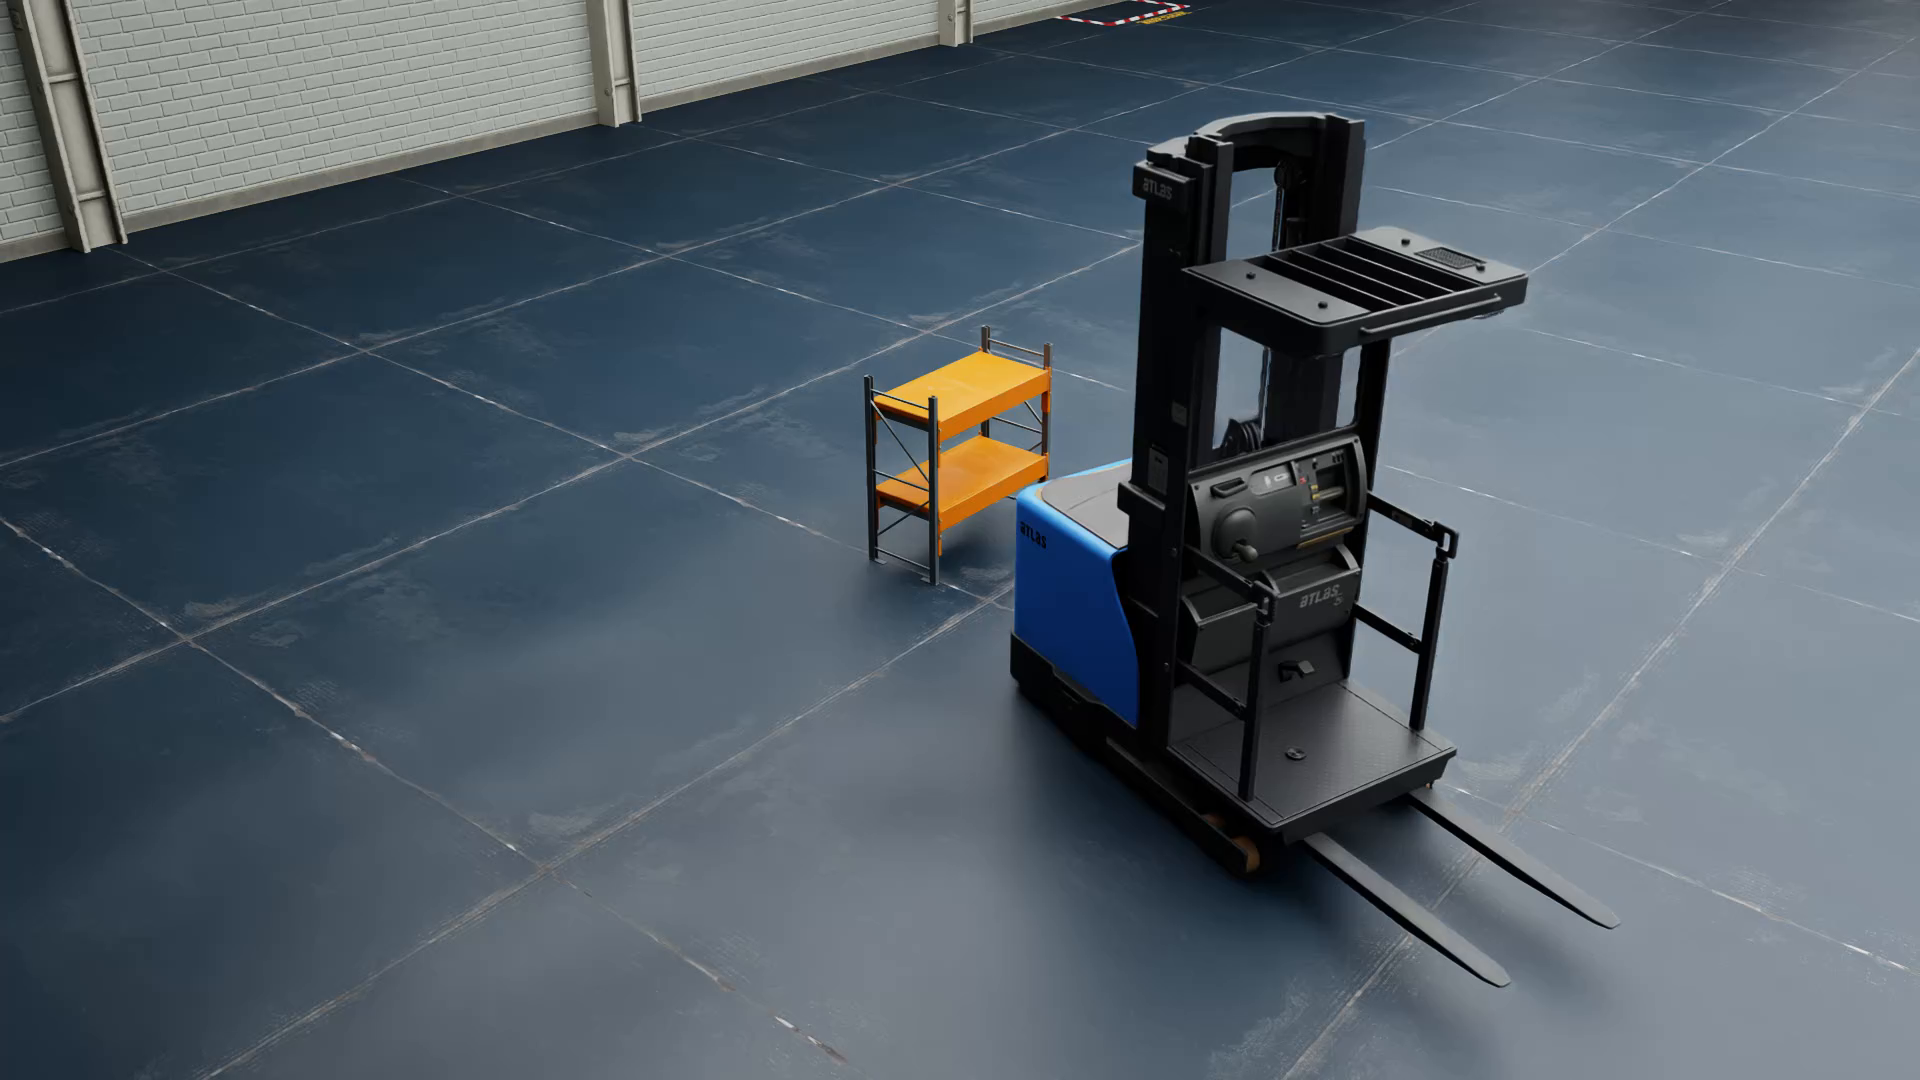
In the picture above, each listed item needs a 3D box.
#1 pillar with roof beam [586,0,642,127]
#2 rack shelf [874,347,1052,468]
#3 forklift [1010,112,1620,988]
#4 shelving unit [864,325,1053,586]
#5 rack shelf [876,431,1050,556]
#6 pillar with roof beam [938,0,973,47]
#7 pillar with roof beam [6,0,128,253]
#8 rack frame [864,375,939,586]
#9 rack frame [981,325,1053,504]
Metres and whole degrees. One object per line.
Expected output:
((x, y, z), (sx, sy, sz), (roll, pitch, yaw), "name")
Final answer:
((-0.557, -7.506, 14.466), (9.100, 9.000, 0.400), (21, 34, 34), "pillar with roof beam")
((0.004, -0.762, 9.362), (0.538, 0.278, 1.000), (21, 34, 34), "rack shelf")
((1.460, -0.134, 6.820), (1.130, 2.935, 3.031), (-16, 31, -28), "forklift")
((0.004, -0.502, 9.496), (0.538, 1.125, 1.048), (21, 34, 34), "shelving unit")
((0.004, -0.285, 9.609), (0.538, 0.278, 1.000), (21, 34, 34), "rack shelf")
((3.260, -9.634, 18.578), (9.100, 9.000, 0.400), (21, 34, 34), "pillar with roof beam")
((-4.373, -5.379, 10.354), (9.100, 9.000, 0.400), (21, 34, 34), "pillar with roof beam")
((-0.319, -0.322, 9.148), (0.500, 1.125, 0.032), (21, 34, 34), "rack frame")
((0.328, -0.682, 9.845), (0.500, 1.125, 0.032), (21, 34, 34), "rack frame")
